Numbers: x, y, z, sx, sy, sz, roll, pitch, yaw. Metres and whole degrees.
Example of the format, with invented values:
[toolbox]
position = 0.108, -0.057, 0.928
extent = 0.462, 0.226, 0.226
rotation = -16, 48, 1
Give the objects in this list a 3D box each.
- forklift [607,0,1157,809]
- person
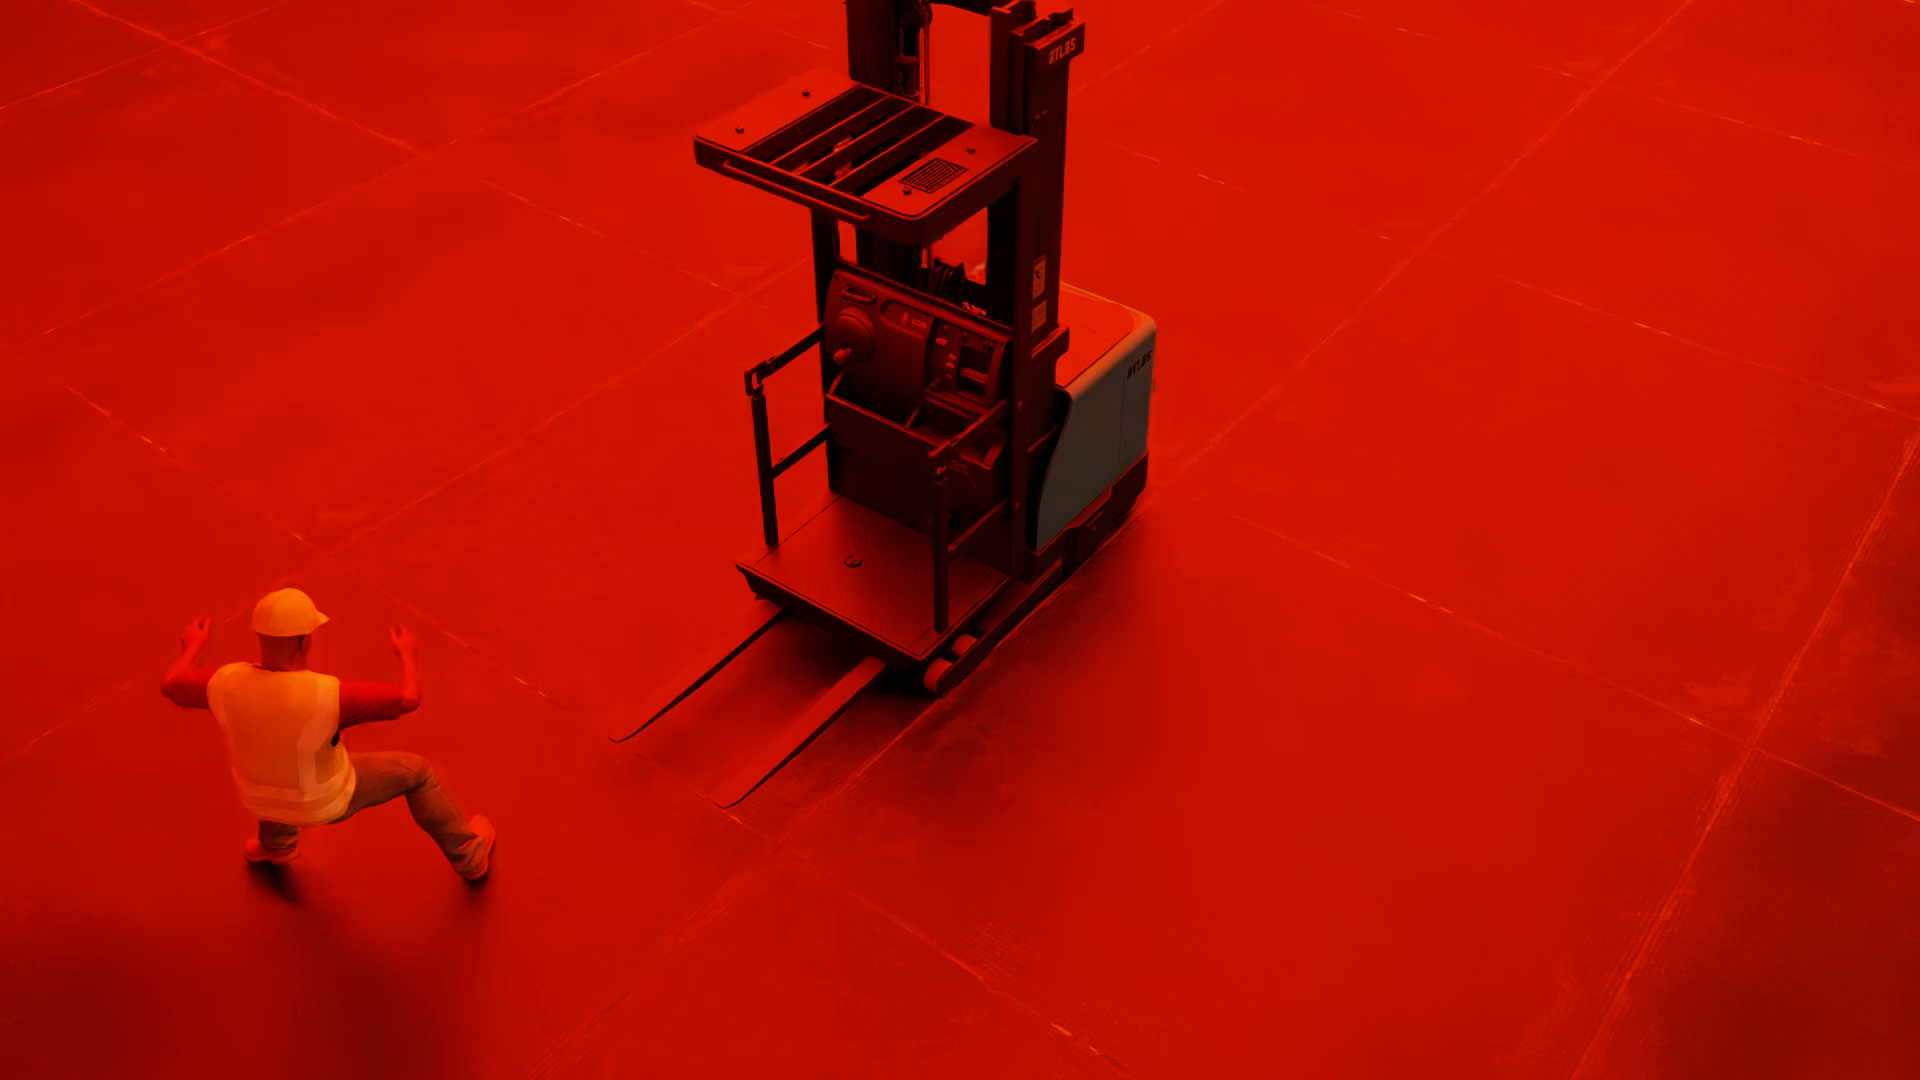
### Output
[forklift]
position = -0.323, -0.777, 6.986
extent = 1.130, 2.935, 3.031
rotation = 26, 47, 27
[person]
position = -2.442, 0.721, 6.309
extent = 1.062, 1.535, 0.758
rotation = 5, 41, 5
